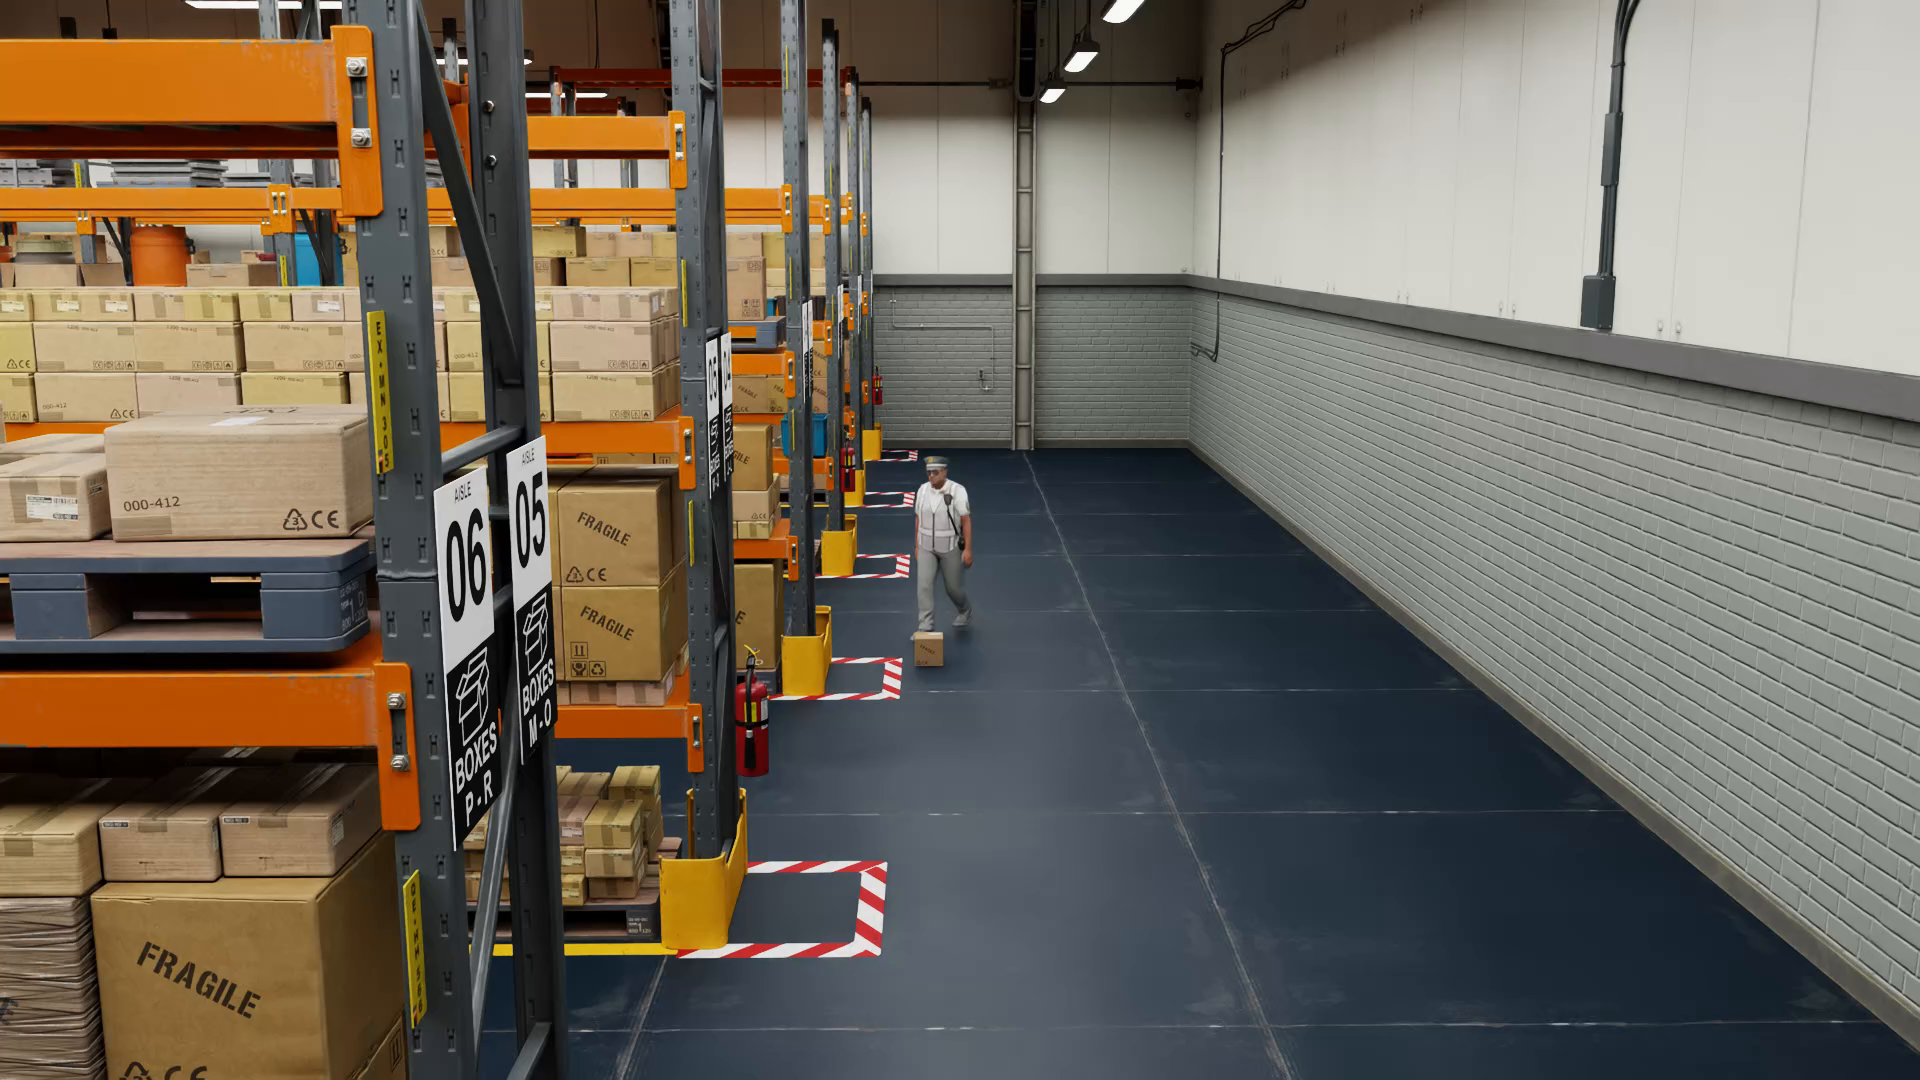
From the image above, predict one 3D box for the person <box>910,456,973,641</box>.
[{"bbox_3d":[-0.153,0.055,15.535,0.601,1.726,0.870,3,11,18],"label":"person"}]
